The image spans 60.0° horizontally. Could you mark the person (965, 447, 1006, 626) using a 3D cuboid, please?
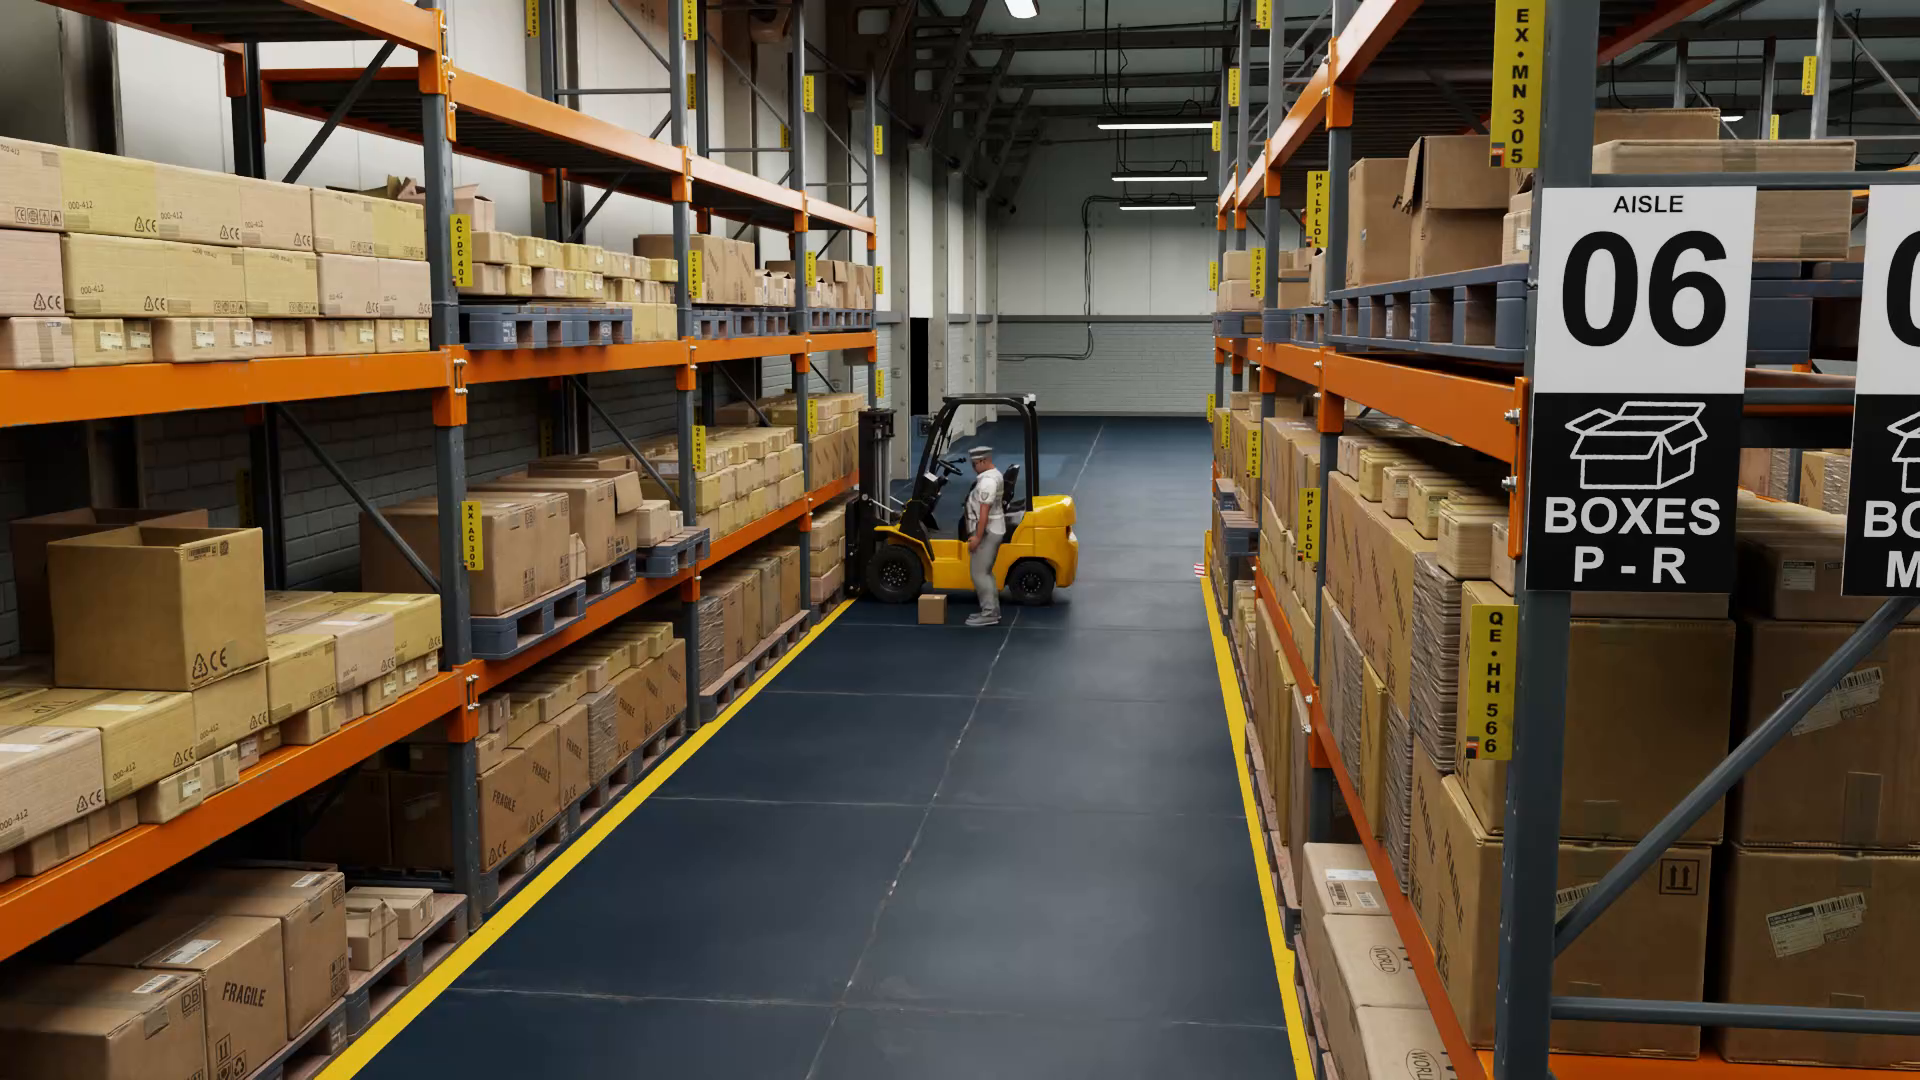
[{"bbox_3d":[0.246,-0.042,16.175,0.389,1.736,0.530,1,8,7],"label":"person"}]
